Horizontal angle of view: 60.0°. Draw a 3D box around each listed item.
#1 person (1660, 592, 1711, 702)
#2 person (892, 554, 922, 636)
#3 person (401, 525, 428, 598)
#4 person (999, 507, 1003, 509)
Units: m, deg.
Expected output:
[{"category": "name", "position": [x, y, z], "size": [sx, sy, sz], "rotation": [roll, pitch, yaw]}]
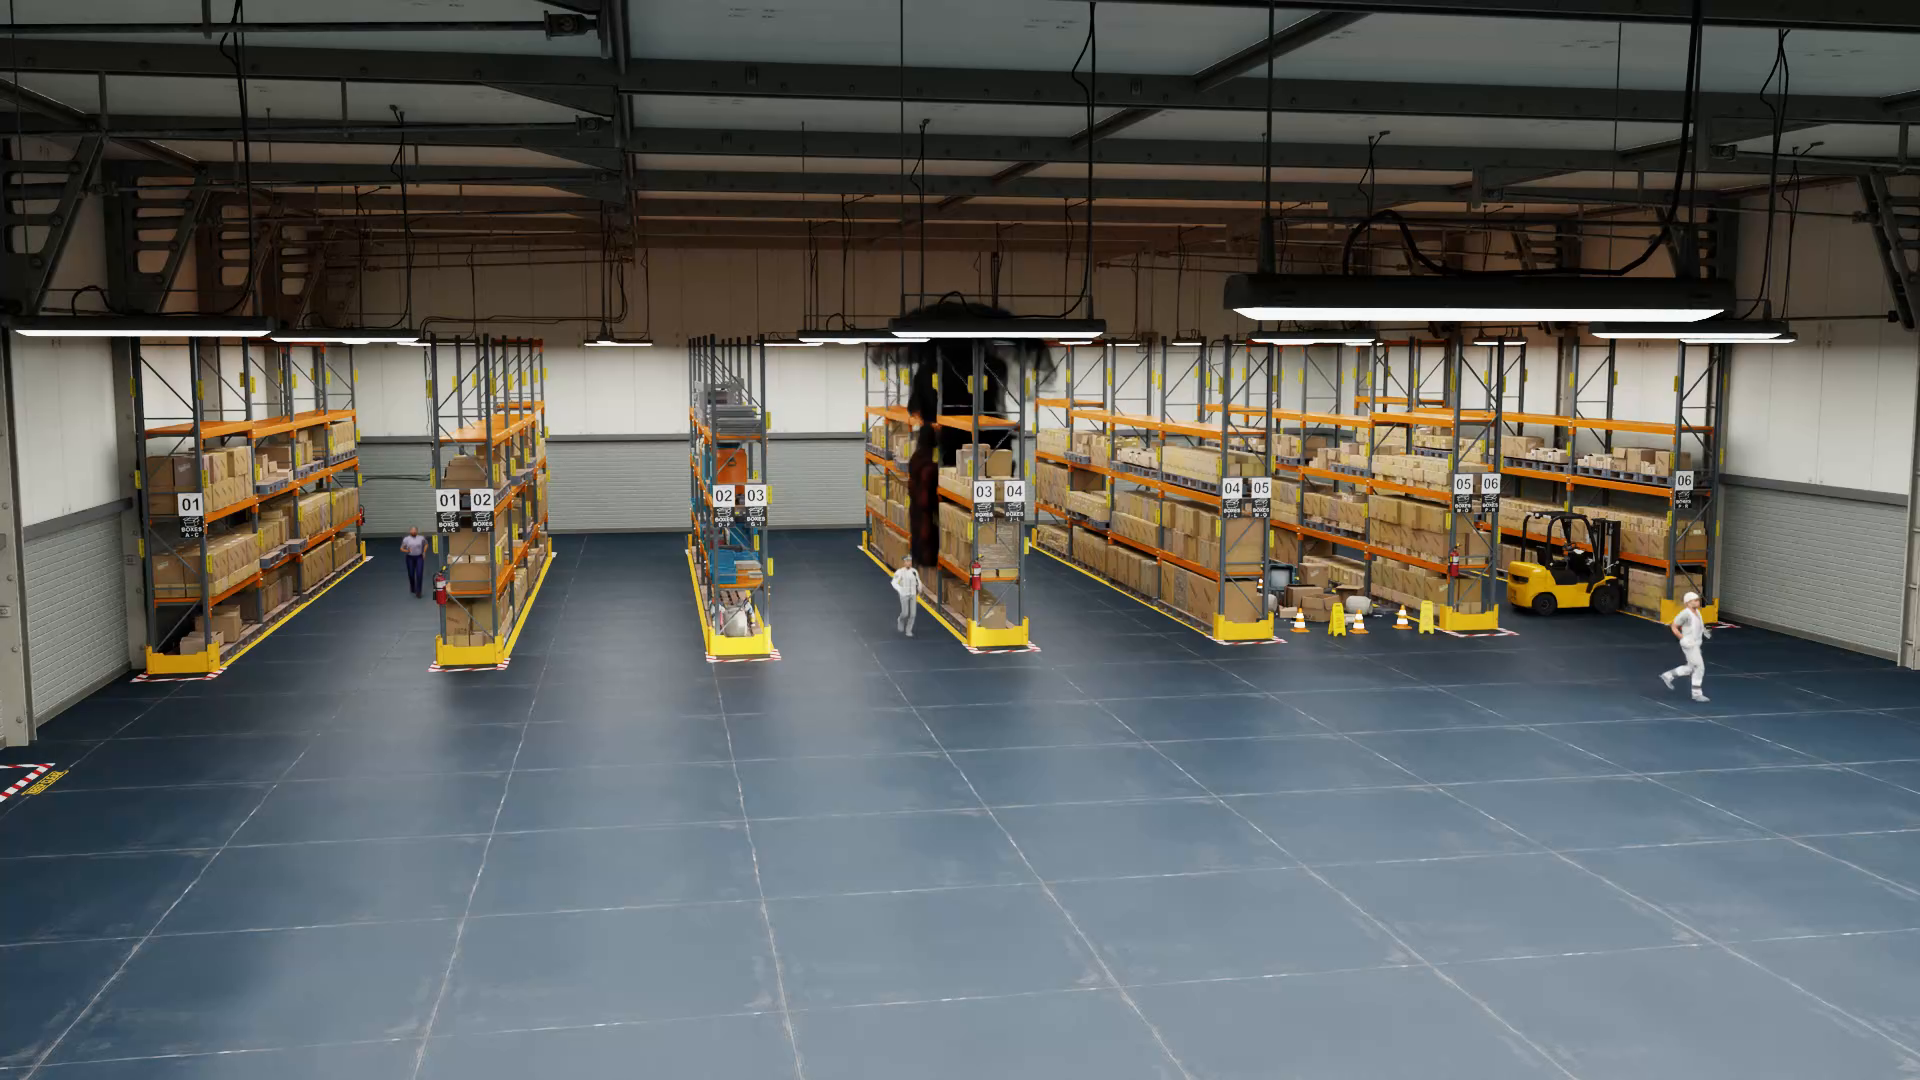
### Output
[{"category": "person", "position": [11.940, 1.732, 27.277], "size": [0.816, 1.779, 0.646], "rotation": [6, 9, 44]}, {"category": "person", "position": [-1.023, 1.102, 33.217], "size": [0.614, 1.648, 0.516], "rotation": [-3, 7, -21]}, {"category": "person", "position": [-12.620, 0.477, 38.494], "size": [0.612, 1.634, 0.894], "rotation": [-2, 7, -17]}, {"category": "person", "position": [1.040, -0.630, 48.348], "size": [0.615, 1.665, 0.799], "rotation": [4, 8, 34]}]
